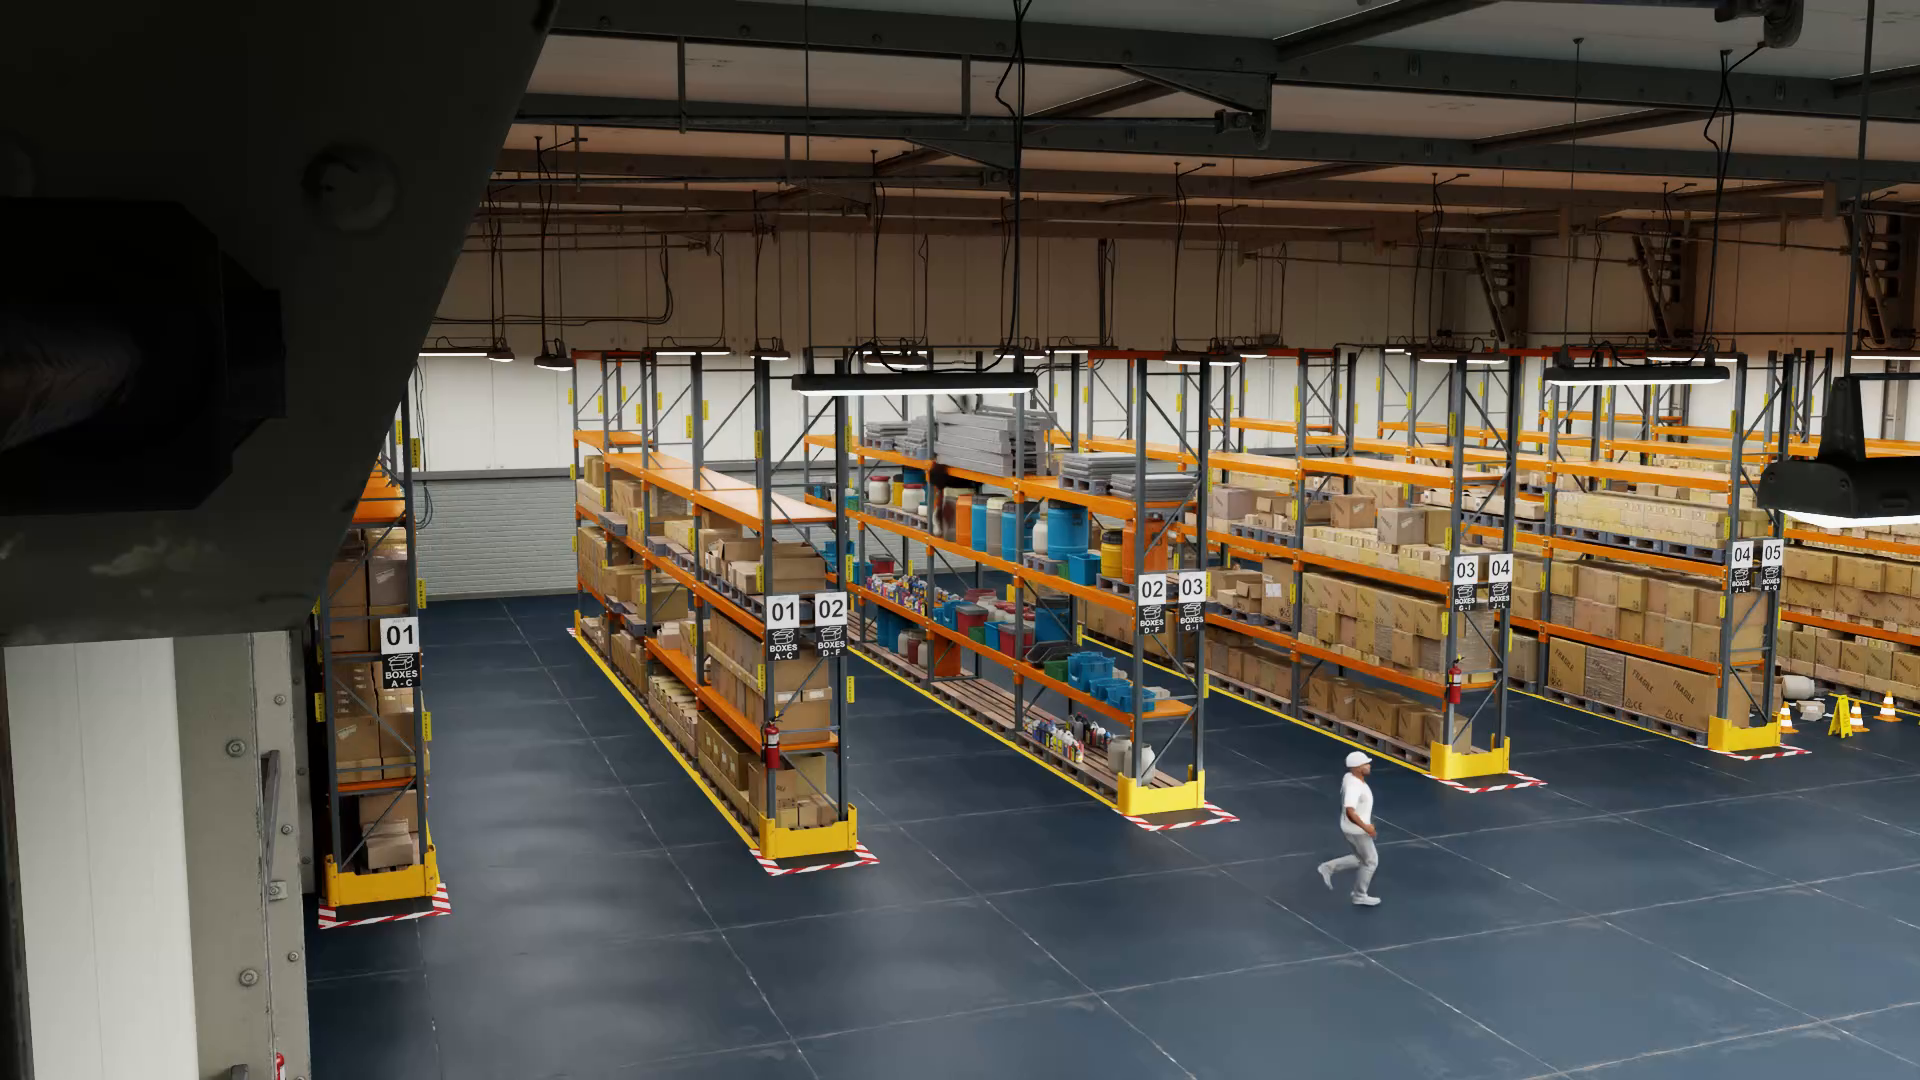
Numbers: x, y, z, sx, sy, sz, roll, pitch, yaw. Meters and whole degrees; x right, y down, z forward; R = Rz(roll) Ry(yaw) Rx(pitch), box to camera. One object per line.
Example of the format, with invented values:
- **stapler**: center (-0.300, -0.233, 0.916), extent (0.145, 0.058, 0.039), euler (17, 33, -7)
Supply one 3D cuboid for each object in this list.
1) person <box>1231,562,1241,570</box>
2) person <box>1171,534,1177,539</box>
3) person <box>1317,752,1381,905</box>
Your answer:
- **person**: center (5.600, 1.284, 33.840), extent (0.562, 1.681, 0.963), euler (-3, 8, -25)
- **person**: center (4.968, 0.682, 38.993), extent (0.615, 1.673, 0.832), euler (0, 7, 1)
- **person**: center (4.334, 3.189, 18.445), extent (0.696, 1.725, 0.741), euler (1, 7, 7)
